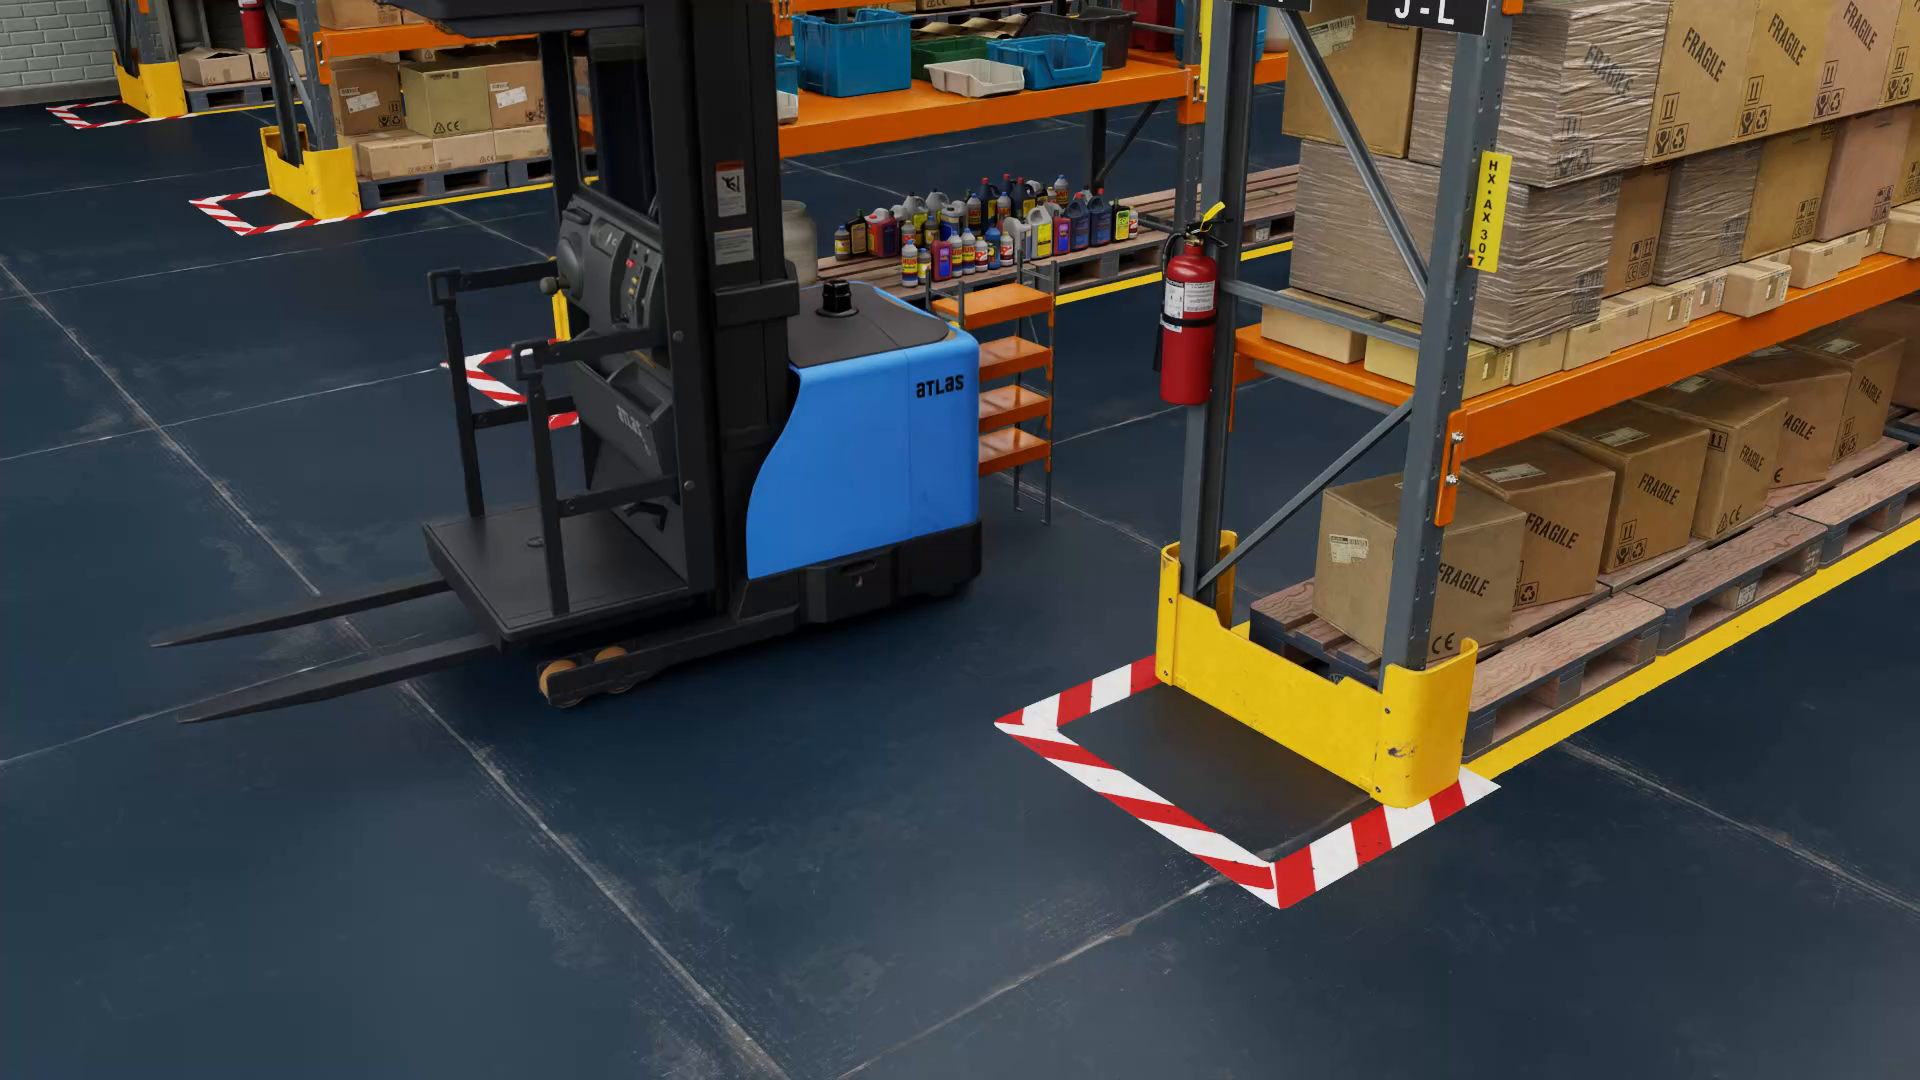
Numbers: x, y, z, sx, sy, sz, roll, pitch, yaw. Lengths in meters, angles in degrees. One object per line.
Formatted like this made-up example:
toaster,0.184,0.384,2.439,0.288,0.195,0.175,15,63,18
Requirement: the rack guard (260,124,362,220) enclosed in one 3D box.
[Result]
rack guard,-4.995,-2.842,12.779,0.348,0.500,1.175,-18,31,-34

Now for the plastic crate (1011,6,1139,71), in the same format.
plastic crate,0.735,-3.257,10.778,0.504,0.338,0.767,-18,31,-34

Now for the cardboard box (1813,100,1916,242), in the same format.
cardboard box,3.143,-1.541,6.534,0.500,0.500,0.875,-18,31,-34

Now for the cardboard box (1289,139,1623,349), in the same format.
cardboard box,1.584,-1.013,5.398,0.500,0.500,0.875,-18,31,-34

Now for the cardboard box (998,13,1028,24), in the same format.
cardboard box,0.726,-5.219,17.033,0.500,0.311,0.500,-17,30,-32

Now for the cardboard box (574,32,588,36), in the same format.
cardboard box,-4.319,-5.923,18.896,0.500,0.500,0.700,-17,30,-32

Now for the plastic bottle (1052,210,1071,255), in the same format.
plastic bottle,0.643,-1.978,10.652,0.133,0.283,0.061,-16,29,-31

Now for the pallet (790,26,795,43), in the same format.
pallet,-2.356,-6.233,20.429,1.213,0.211,1.003,-18,31,-34

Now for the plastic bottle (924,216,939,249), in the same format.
plastic bottle,-0.186,-2.001,10.799,0.097,0.201,0.097,0,25,0

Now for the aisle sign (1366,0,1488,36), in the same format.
aisle sign,1.271,-1.763,4.397,0.004,0.787,0.394,-18,31,-34

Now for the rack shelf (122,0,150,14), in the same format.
rack shelf,-6.462,-5.815,17.071,4.000,0.370,1.077,-18,31,-34

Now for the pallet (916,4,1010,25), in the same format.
pallet,-0.114,-6.930,21.931,1.213,0.211,1.003,-18,31,-34

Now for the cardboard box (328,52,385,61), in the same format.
cardboard box,-6.379,-5.160,17.251,0.500,0.500,0.700,-21,32,-37

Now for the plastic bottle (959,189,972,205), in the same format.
plastic bottle,0.030,-2.196,11.123,0.133,0.283,0.061,-17,30,-32

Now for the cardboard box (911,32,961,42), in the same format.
cardboard box,-0.140,-4.643,15.792,0.500,0.311,0.500,-17,30,-33

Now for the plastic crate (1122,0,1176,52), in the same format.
plastic crate,1.418,-3.635,11.443,0.583,0.464,0.402,-18,31,-34

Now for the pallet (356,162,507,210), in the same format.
pallet,-4.400,-2.929,13.311,1.213,0.211,1.003,-18,31,-34

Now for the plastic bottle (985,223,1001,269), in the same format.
plastic bottle,0.205,-1.837,10.364,0.097,0.271,0.097,0,25,0

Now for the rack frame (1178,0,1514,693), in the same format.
rack frame,1.134,-0.699,5.193,0.127,3.000,1.000,-18,31,-34

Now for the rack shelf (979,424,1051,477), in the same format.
rack shelf,0.130,-0.346,7.202,0.480,0.148,0.258,-18,31,-34

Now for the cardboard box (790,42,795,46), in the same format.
cardboard box,-1.281,-4.556,15.605,0.500,0.311,0.500,-17,30,-33

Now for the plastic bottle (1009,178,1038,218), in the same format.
plastic bottle,0.423,-2.257,11.174,0.185,0.351,0.144,-18,31,-34

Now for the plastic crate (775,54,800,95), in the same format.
plastic crate,-1.198,-2.668,9.613,0.408,0.251,0.499,-18,31,-34

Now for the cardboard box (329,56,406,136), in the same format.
cardboard box,-4.737,-3.503,13.111,0.500,0.500,0.500,-18,31,-34

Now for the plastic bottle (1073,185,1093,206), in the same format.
plastic bottle,0.808,-2.162,10.969,0.185,0.351,0.144,-18,31,-34

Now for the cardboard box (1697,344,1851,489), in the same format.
cardboard box,3.496,-0.553,7.349,0.500,0.500,0.500,-9,26,-18

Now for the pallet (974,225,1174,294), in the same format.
pallet,0.671,-1.953,11.208,1.213,0.211,1.003,-18,31,-34

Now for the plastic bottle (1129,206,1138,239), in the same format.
plastic bottle,1.132,-2.112,11.038,0.097,0.201,0.097,0,25,0

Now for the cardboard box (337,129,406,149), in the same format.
cardboard box,-4.736,-3.162,13.268,0.500,0.250,0.500,-18,31,-34

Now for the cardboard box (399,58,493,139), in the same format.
cardboard box,-4.024,-3.461,13.021,0.500,0.500,0.500,-18,31,-34

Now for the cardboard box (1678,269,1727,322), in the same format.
cardboard box,2.485,-0.907,5.940,0.250,0.149,0.380,-18,31,-34

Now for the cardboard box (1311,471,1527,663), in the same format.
cardboard box,1.636,0.088,5.969,0.500,0.500,0.500,-12,28,-25

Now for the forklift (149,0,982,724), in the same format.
forklift,-1.437,-0.983,5.886,3.031,2.935,1.130,-14,29,-28

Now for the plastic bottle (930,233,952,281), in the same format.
plastic bottle,-0.114,-1.728,10.114,0.133,0.283,0.061,-18,30,-33

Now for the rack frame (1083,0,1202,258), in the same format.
rack frame,1.226,-3.379,10.967,0.127,3.000,1.000,-18,31,-34

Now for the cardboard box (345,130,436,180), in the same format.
cardboard box,-4.416,-2.991,12.898,0.500,0.250,0.500,-18,31,-34

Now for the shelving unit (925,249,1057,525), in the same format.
shelving unit,0.130,-0.587,7.090,0.503,1.200,0.258,-18,31,-34

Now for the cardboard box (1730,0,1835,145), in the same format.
cardboard box,2.526,-1.643,5.568,0.500,0.500,0.500,-18,31,-34

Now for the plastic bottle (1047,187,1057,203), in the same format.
plastic bottle,0.624,-2.345,11.542,0.097,0.201,0.097,0,25,0

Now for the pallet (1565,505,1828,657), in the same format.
pallet,2.814,0.032,6.931,1.213,0.211,1.003,-18,31,-34

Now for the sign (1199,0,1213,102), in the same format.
sign,0.807,-1.557,5.290,0.005,0.325,0.100,-18,31,-34

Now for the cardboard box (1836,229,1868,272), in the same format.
cardboard box,3.280,-1.163,6.491,0.250,0.149,0.380,-18,31,-34

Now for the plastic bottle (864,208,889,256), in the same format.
plastic bottle,-0.532,-1.983,10.672,0.135,0.276,0.152,-18,30,-34

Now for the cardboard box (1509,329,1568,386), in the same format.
cardboard box,1.714,-0.639,5.362,0.250,0.149,0.380,-18,31,-34

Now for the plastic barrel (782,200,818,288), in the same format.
plastic barrel,-1.057,-1.728,9.867,0.421,0.512,0.421,0,25,0

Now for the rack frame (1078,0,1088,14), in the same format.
rack frame,1.408,-8.739,22.517,0.127,3.000,1.000,-18,31,-34

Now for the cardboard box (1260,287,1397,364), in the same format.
cardboard box,1.231,-0.728,5.553,0.250,0.149,0.380,-18,31,-34
